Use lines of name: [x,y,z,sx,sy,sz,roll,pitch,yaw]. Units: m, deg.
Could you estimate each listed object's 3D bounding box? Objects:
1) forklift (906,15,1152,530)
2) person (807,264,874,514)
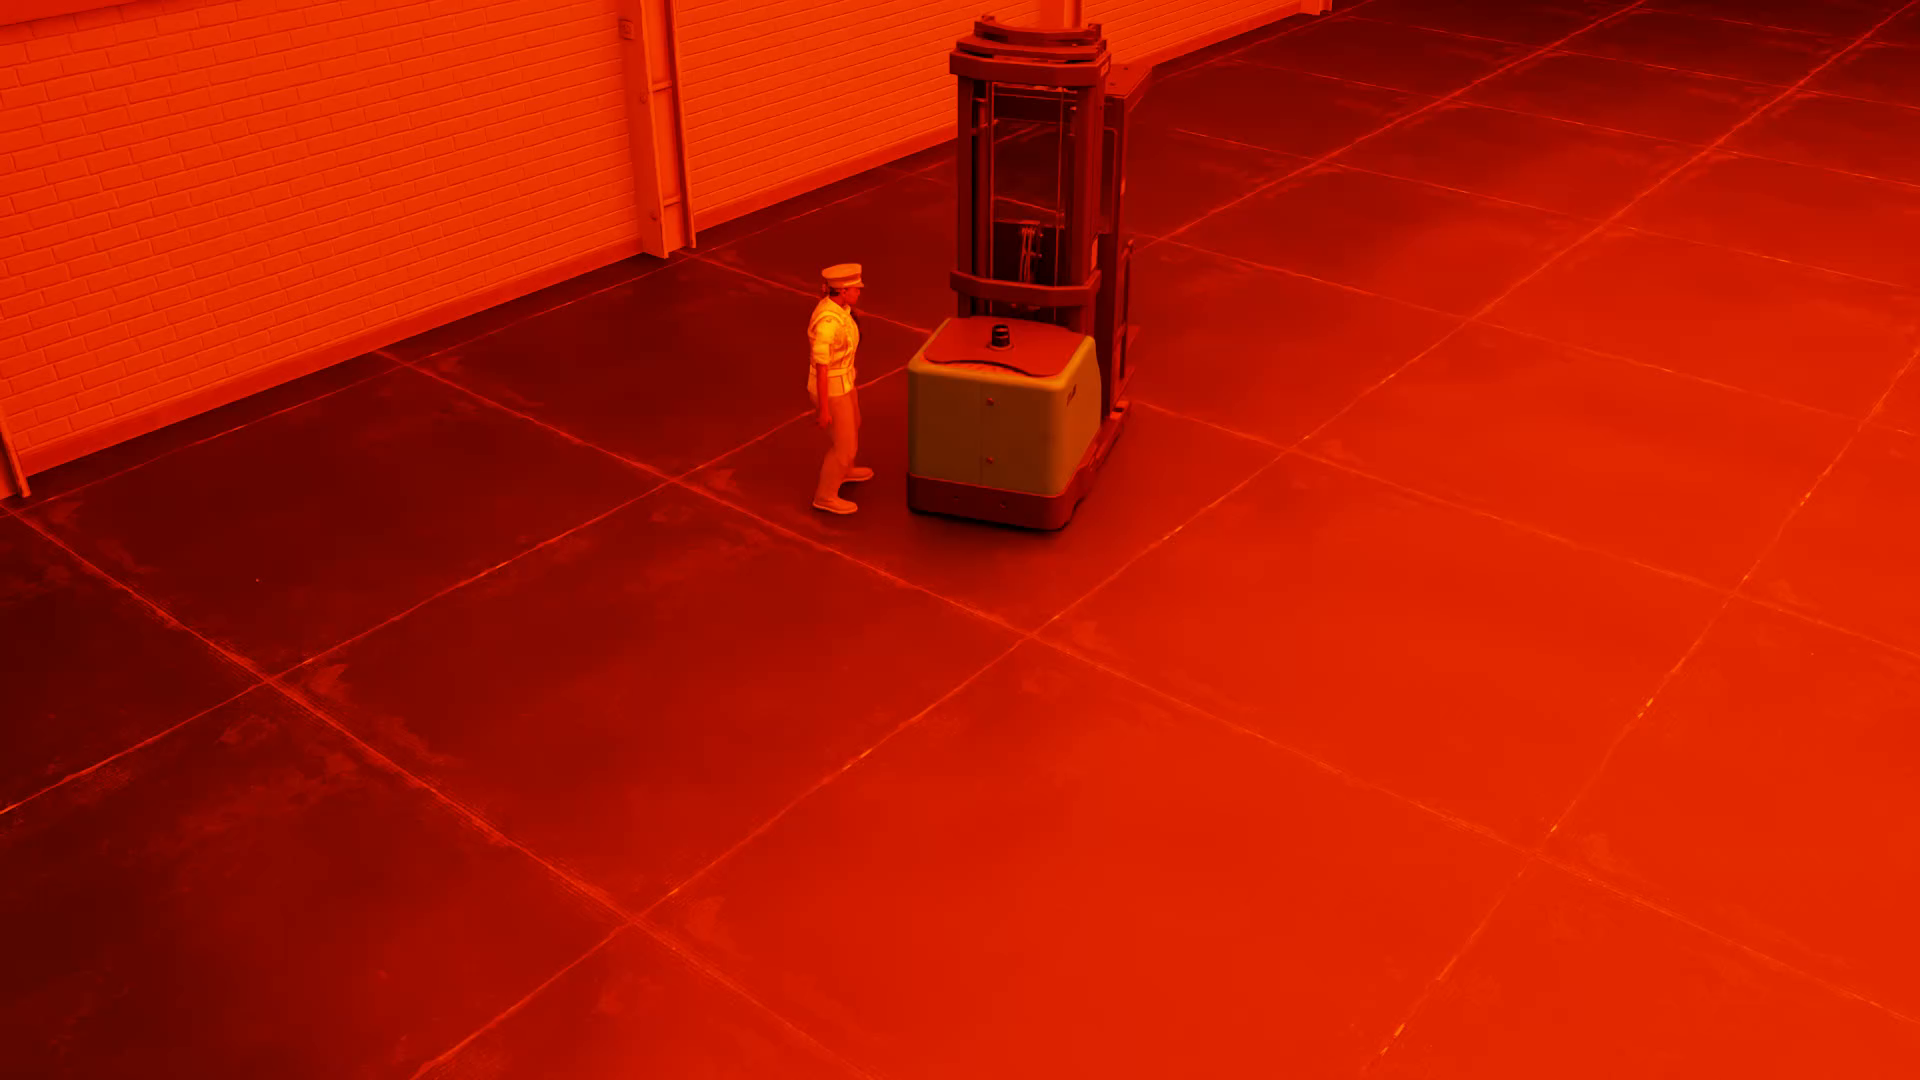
forklift: [0.599,-2.060,11.120,1.130,2.935,3.031,9,32,16]
person: [-0.776,-0.972,10.551,0.379,1.635,0.741,1,30,2]
